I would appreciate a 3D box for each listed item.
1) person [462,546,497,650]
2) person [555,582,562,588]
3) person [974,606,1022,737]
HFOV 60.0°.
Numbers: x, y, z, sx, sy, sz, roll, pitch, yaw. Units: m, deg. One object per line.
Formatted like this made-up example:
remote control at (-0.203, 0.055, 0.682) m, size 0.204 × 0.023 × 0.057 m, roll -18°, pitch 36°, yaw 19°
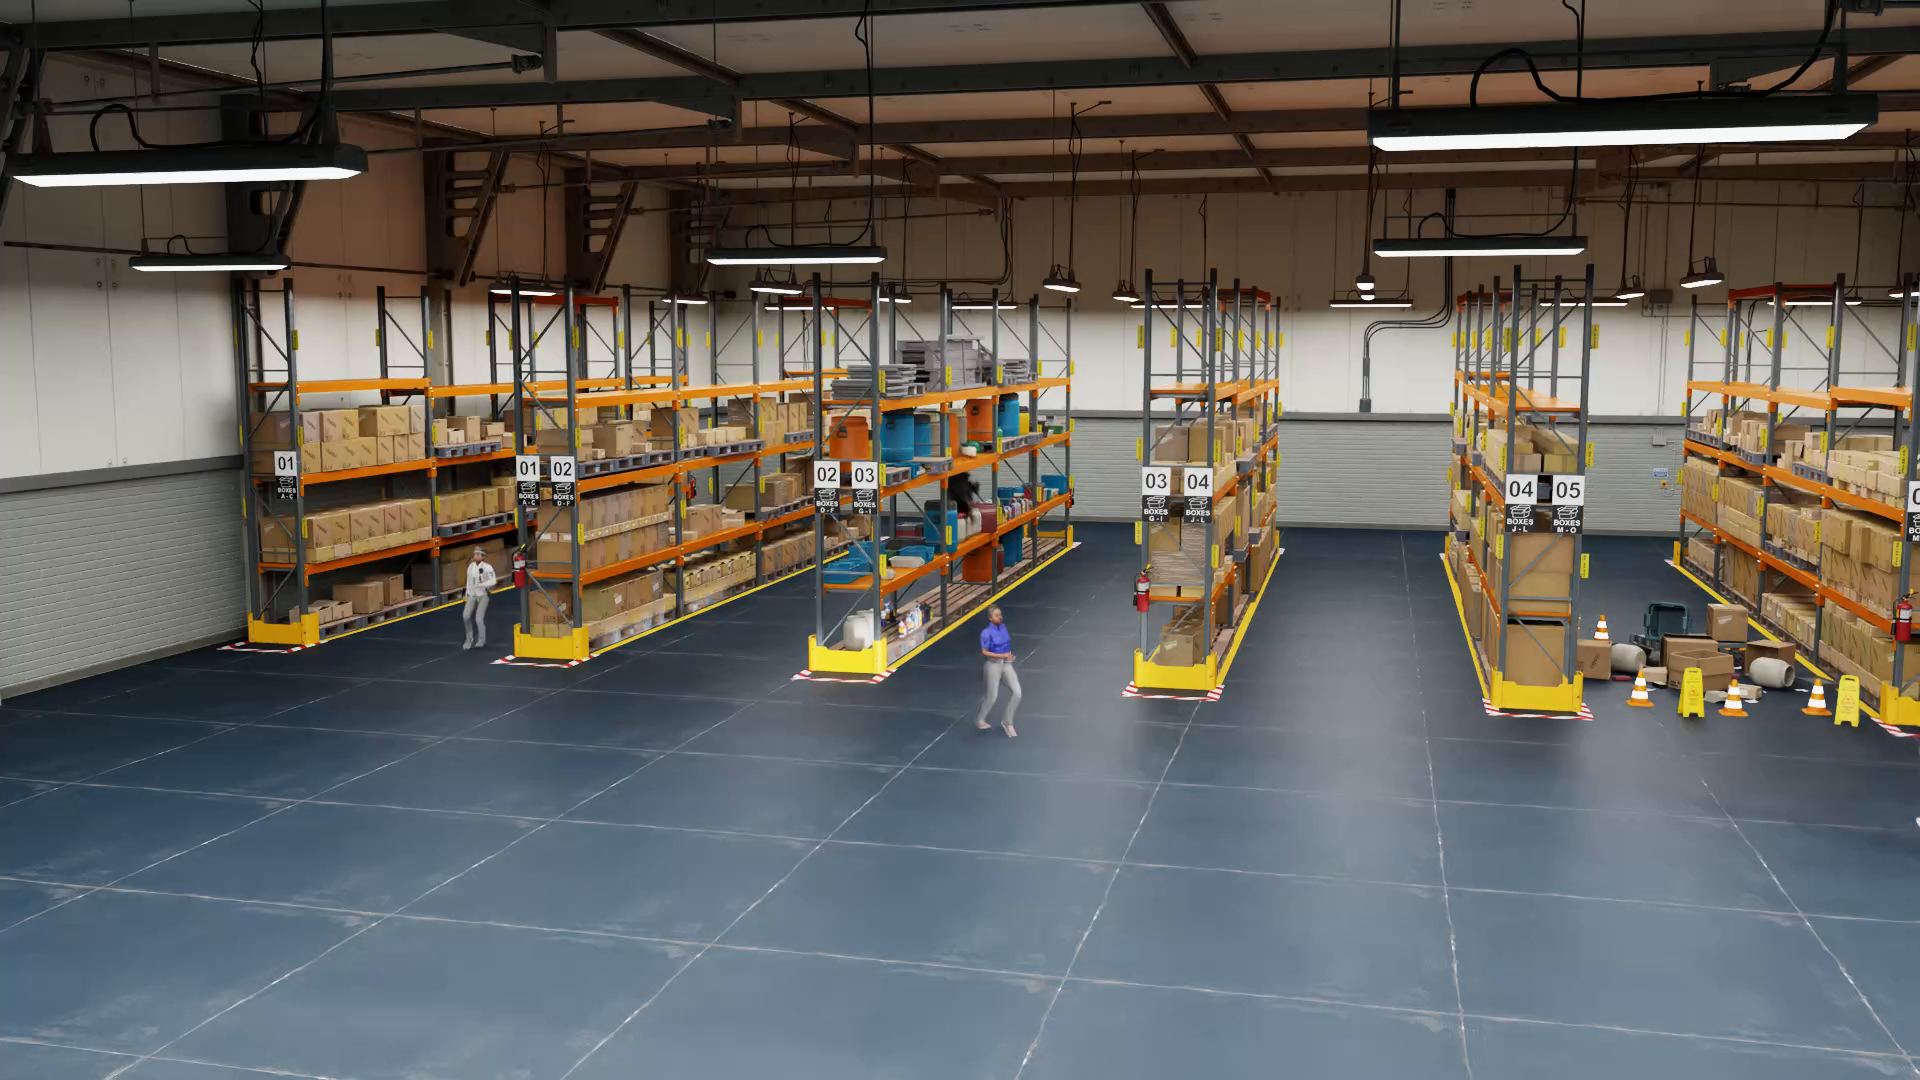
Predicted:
person at (-7.858, 0.943, 27.117) m, size 0.615 × 1.704 × 0.548 m, roll 1°, pitch 7°, yaw 11°
person at (-7.285, 0.446, 30.839) m, size 0.738 × 1.765 × 0.770 m, roll 1°, pitch 7°, yaw 8°
person at (0.488, 1.676, 21.189) m, size 0.581 × 1.685 × 0.734 m, roll -6°, pitch 9°, yaw -39°
